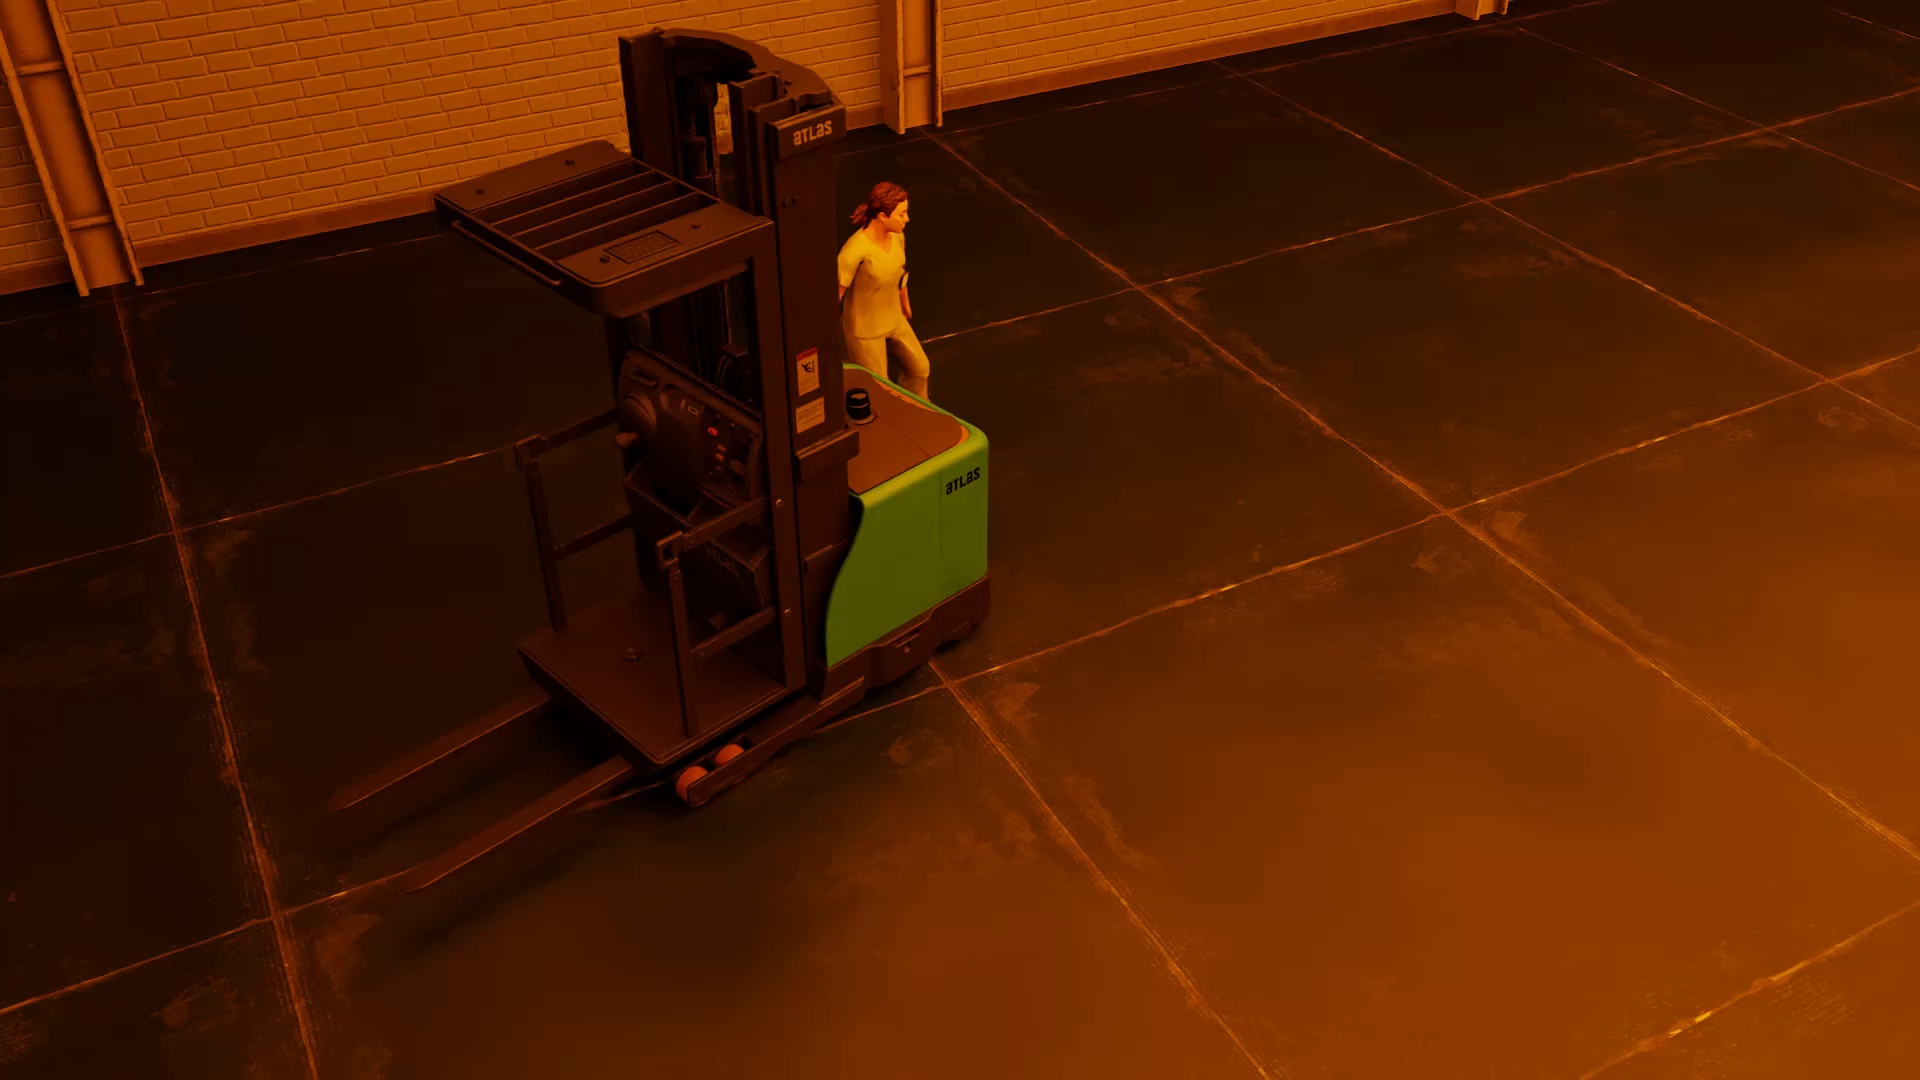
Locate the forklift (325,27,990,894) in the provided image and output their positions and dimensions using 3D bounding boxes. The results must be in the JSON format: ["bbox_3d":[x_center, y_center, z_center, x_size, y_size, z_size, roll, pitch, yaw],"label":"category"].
[{"bbox_3d":[-1.264,-0.408,6.700,3.031,2.935,1.130,-29,45,-35],"label":"forklift"}]

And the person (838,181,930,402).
[{"bbox_3d":[-0.425,-1.158,8.887,0.376,1.646,0.780,23,41,29],"label":"person"}]
